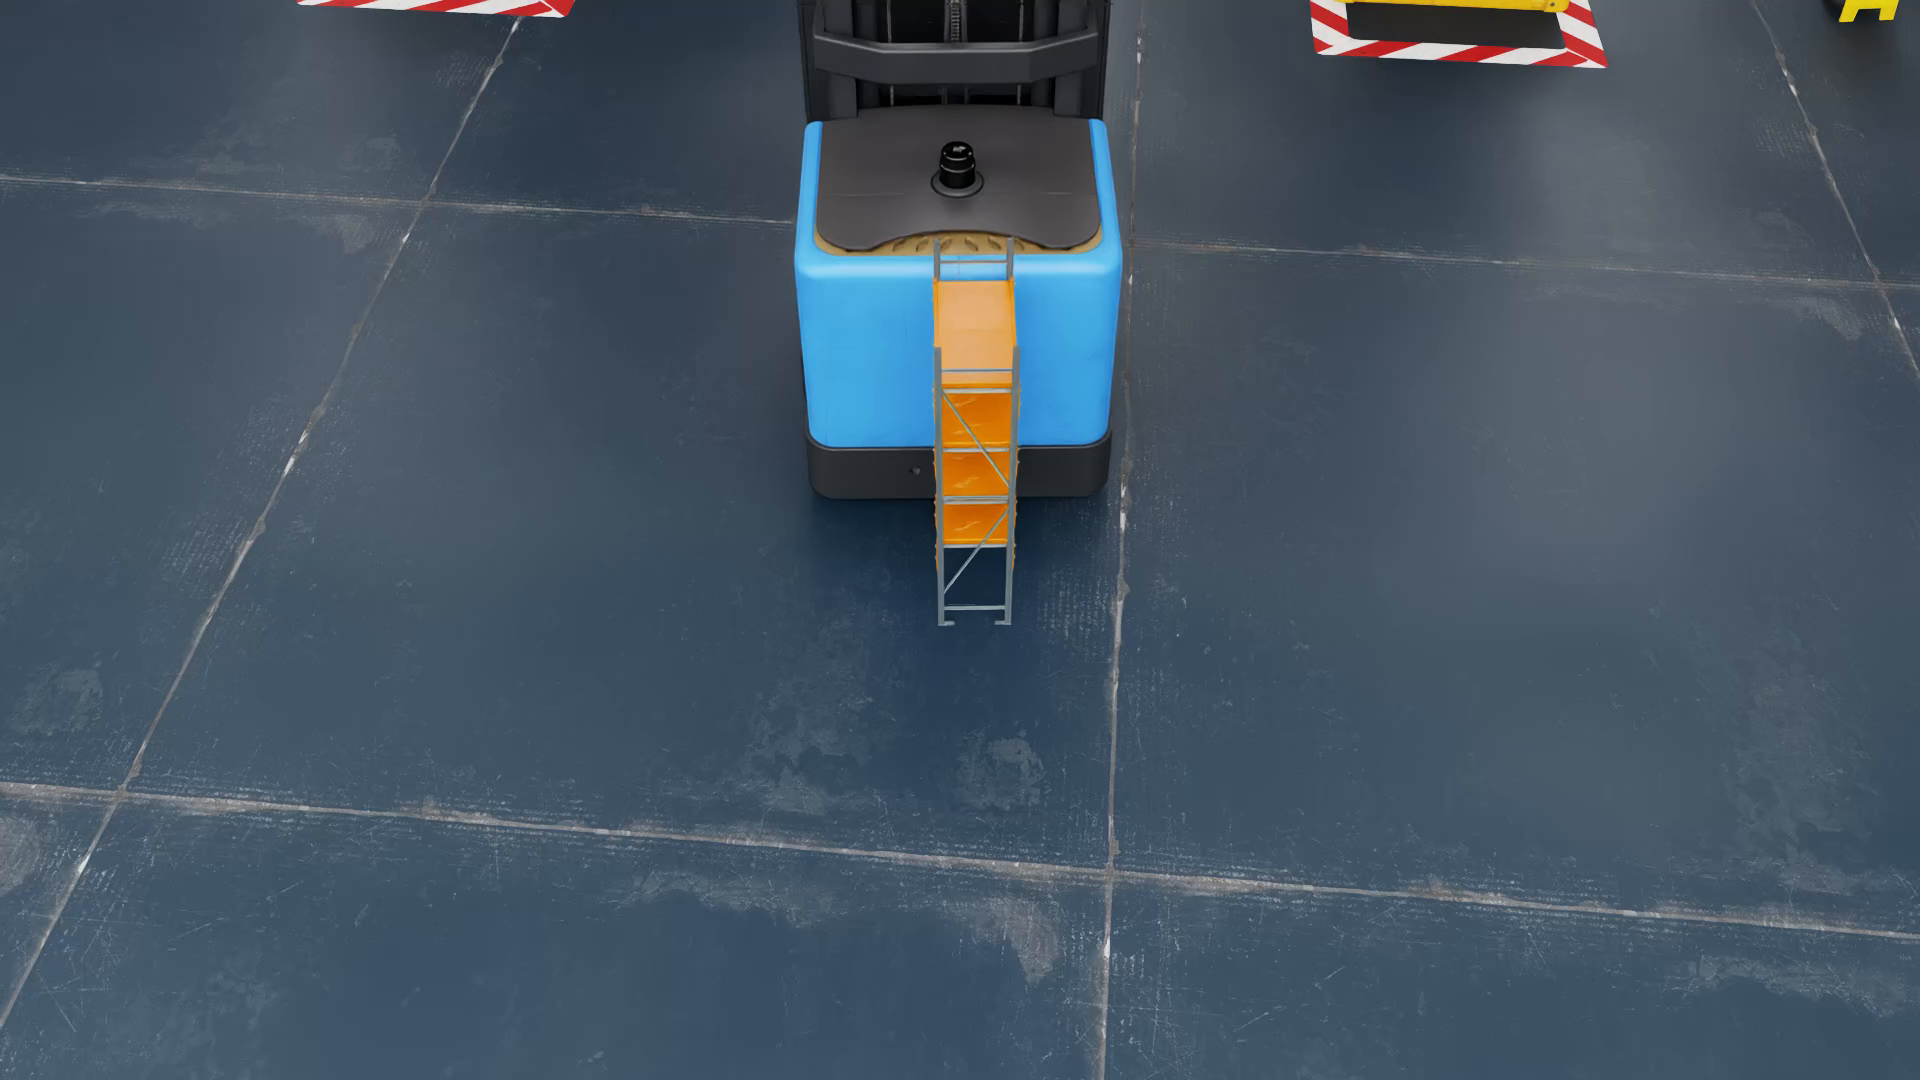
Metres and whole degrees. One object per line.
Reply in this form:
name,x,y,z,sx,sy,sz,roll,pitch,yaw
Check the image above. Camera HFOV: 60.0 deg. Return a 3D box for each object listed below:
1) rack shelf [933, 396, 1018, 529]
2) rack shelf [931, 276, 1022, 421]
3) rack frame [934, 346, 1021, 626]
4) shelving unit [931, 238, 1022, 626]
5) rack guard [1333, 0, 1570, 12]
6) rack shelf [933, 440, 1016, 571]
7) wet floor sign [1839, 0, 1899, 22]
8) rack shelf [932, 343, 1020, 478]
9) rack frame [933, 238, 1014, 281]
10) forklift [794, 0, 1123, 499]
rack shelf,0.045,-0.262,5.268,0.258,0.148,0.480,-1,48,-1
rack shelf,0.045,-0.573,4.928,0.258,0.148,0.480,-1,48,-1
rack frame,0.048,-0.127,5.053,0.240,1.200,0.015,-1,48,-1
shelving unit,0.045,-0.307,5.218,0.258,1.200,0.503,-1,48,-1
rack guard,2.404,-2.900,8.064,1.175,0.500,0.348,4,48,4
rack shelf,0.045,-0.128,5.414,0.258,0.148,0.480,-1,48,-1
wet floor sign,4.375,-2.812,7.885,0.267,0.644,0.232,-4,48,-3
rack shelf,0.045,-0.413,5.103,0.258,0.148,0.480,-1,48,-1
rack frame,0.041,-0.488,5.383,0.240,1.200,0.015,-1,48,-1
forklift,-0.025,-2.205,5.780,1.130,2.935,3.031,-1,48,-1
